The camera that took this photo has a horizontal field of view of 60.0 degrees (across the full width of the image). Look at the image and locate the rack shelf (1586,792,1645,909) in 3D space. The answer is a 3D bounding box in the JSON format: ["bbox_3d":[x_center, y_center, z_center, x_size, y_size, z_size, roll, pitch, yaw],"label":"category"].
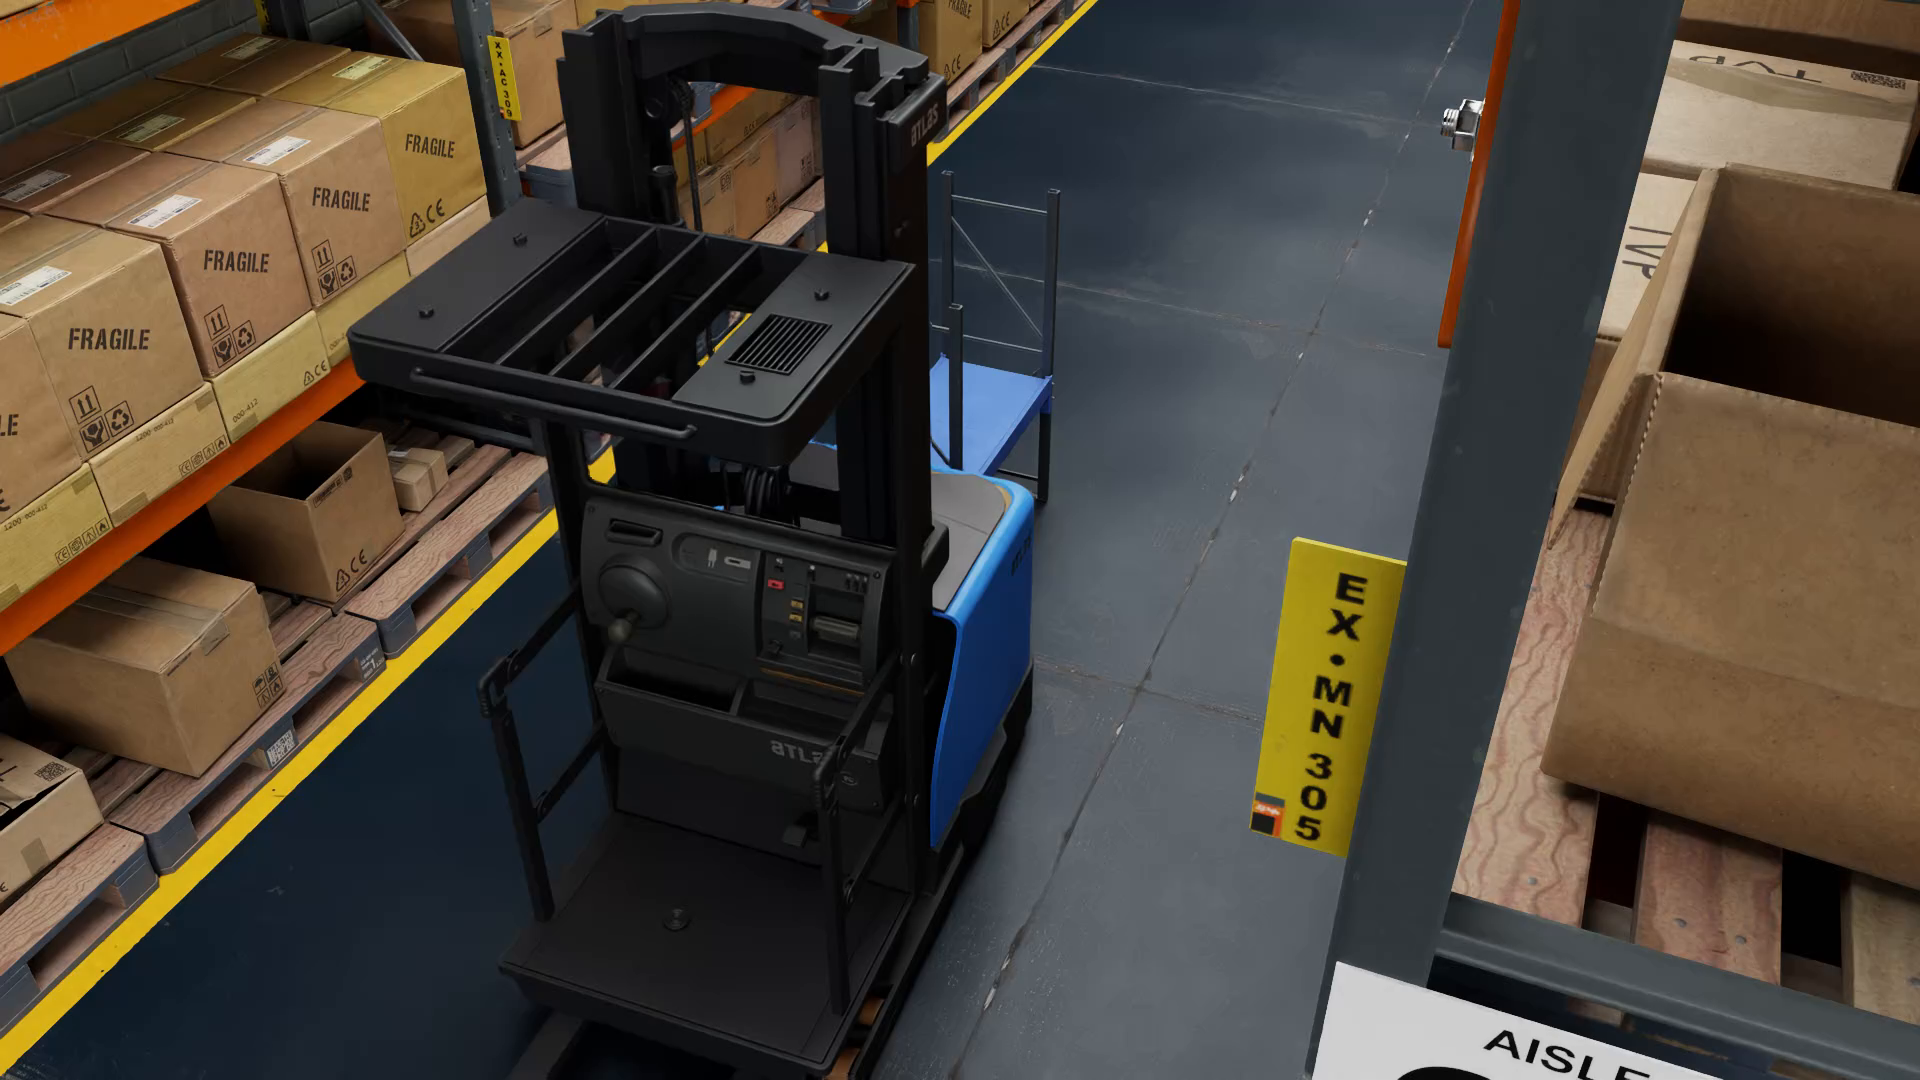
[{"bbox_3d":[1.563,-0.225,3.141,1.077,0.370,4.000,14,39,18],"label":"rack shelf"}]

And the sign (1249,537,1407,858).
[{"bbox_3d":[0.306,0.140,1.379,0.100,0.325,0.005,14,39,18],"label":"sign"}]

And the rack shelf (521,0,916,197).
[{"bbox_3d":[-1.497,-2.365,8.509,1.077,0.370,4.000,14,39,18],"label":"rack shelf"}]

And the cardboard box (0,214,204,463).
[{"bbox_3d":[-2.736,-0.620,5.056,0.500,0.500,0.500,15,39,19],"label":"cardboard box"}]

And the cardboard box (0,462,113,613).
[{"bbox_3d":[-2.917,-0.048,4.917,0.500,0.250,0.500,13,39,17],"label":"cardboard box"}]

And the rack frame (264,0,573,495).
[{"bbox_3d":[-2.258,-1.546,6.812,1.000,3.000,0.127,14,39,18],"label":"rack frame"}]

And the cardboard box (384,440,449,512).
[{"bbox_3d":[-2.434,-0.284,7.123,0.380,0.166,0.250,9,38,12],"label":"cardboard box"}]

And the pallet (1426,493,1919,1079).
[{"bbox_3d":[1.095,0.244,1.987,1.003,0.211,1.213,14,39,18],"label":"pallet"}]

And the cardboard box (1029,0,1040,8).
[{"bbox_3d":[0.323,-4.400,12.076,0.750,0.750,0.750,15,39,19],"label":"cardboard box"}]

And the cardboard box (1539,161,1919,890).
[{"bbox_3d":[1.025,0.011,1.670,0.797,0.503,0.637,17,40,21],"label":"cardboard box"}]

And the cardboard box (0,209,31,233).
[{"bbox_3d":[-3.212,-0.731,5.205,0.500,0.500,0.500,14,39,18],"label":"cardboard box"}]

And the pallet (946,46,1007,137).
[{"bbox_3d":[-0.367,-3.063,11.171,1.003,0.211,1.213,14,39,18],"label":"pallet"}]

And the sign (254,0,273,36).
[{"bbox_3d":[-2.773,-2.134,6.632,0.100,0.325,0.005,14,39,18],"label":"sign"}]

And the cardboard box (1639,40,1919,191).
[{"bbox_3d":[1.208,-0.600,2.649,0.500,0.311,0.500,19,41,23],"label":"cardboard box"}]

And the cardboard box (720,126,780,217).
[{"bbox_3d":[-1.428,-1.984,9.120,0.700,0.500,0.500,14,39,18],"label":"cardboard box"}]

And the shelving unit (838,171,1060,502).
[{"bbox_3d":[-0.032,-0.554,6.738,0.538,1.500,1.048,14,39,18],"label":"shelving unit"}]

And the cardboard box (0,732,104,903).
[{"bbox_3d":[-3.217,0.892,5.430,0.500,0.311,0.500,17,40,21],"label":"cardboard box"}]

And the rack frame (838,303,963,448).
[{"bbox_3d":[-0.226,-0.272,6.361,0.500,1.500,0.032,14,39,18],"label":"rack frame"}]

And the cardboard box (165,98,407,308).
[{"bbox_3d":[-2.337,-1.184,5.811,0.500,0.500,0.500,14,39,17],"label":"cardboard box"}]

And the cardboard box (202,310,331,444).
[{"bbox_3d":[-2.532,-0.606,5.664,0.500,0.250,0.500,14,39,17],"label":"cardboard box"}]

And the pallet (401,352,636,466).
[{"bbox_3d":[-1.963,-0.860,8.224,1.003,0.211,1.213,14,39,18],"label":"pallet"}]

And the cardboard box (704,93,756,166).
[{"bbox_3d":[-1.428,-2.238,8.832,0.500,0.250,0.500,14,39,18],"label":"cardboard box"}]

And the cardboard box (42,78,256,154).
[{"bbox_3d":[-2.831,-1.296,5.960,0.500,0.500,0.500,14,39,17],"label":"cardboard box"}]

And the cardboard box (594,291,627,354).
[{"bbox_3d":[-1.994,-1.132,7.979,0.700,0.500,0.500,15,39,19],"label":"cardboard box"}]

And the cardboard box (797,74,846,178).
[{"bbox_3d":[-0.962,-2.525,9.843,0.700,0.500,0.500,14,39,18],"label":"cardboard box"}]

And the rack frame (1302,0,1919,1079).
[{"bbox_3d":[0.802,-0.607,0.546,1.000,3.000,0.127,14,39,18],"label":"rack frame"}]

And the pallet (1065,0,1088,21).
[{"bbox_3d":[0.562,-4.414,12.978,1.003,0.211,1.213,14,39,18],"label":"pallet"}]

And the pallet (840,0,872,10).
[{"bbox_3d":[-0.909,-3.264,9.272,1.213,0.211,1.003,14,39,18],"label":"pallet"}]

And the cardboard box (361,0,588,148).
[{"bbox_3d":[-2.033,-2.036,7.017,0.700,0.500,0.500,14,39,18],"label":"cardboard box"}]

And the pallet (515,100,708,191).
[{"bbox_3d":[-1.833,-1.859,7.391,1.003,0.211,1.213,14,39,18],"label":"pallet"}]

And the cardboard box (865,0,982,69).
[{"bbox_3d":[-0.335,-3.445,10.798,0.750,0.750,0.750,13,39,17],"label":"cardboard box"}]

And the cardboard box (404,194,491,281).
[{"bbox_3d":[-2.158,-1.162,6.408,0.500,0.250,0.500,14,39,18],"label":"cardboard box"}]

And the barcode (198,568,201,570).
[{"bbox_3d":[-2.965,0.153,6.461,0.001,0.075,0.075,14,39,18],"label":"barcode"}]

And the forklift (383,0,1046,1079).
[{"bbox_3d":[-0.671,0.147,4.605,1.130,2.935,3.031,12,39,16],"label":"forklift"}]

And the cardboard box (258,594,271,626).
[{"bbox_3d":[-2.885,0.301,6.355,0.380,0.149,0.250,11,38,14],"label":"cardboard box"}]
